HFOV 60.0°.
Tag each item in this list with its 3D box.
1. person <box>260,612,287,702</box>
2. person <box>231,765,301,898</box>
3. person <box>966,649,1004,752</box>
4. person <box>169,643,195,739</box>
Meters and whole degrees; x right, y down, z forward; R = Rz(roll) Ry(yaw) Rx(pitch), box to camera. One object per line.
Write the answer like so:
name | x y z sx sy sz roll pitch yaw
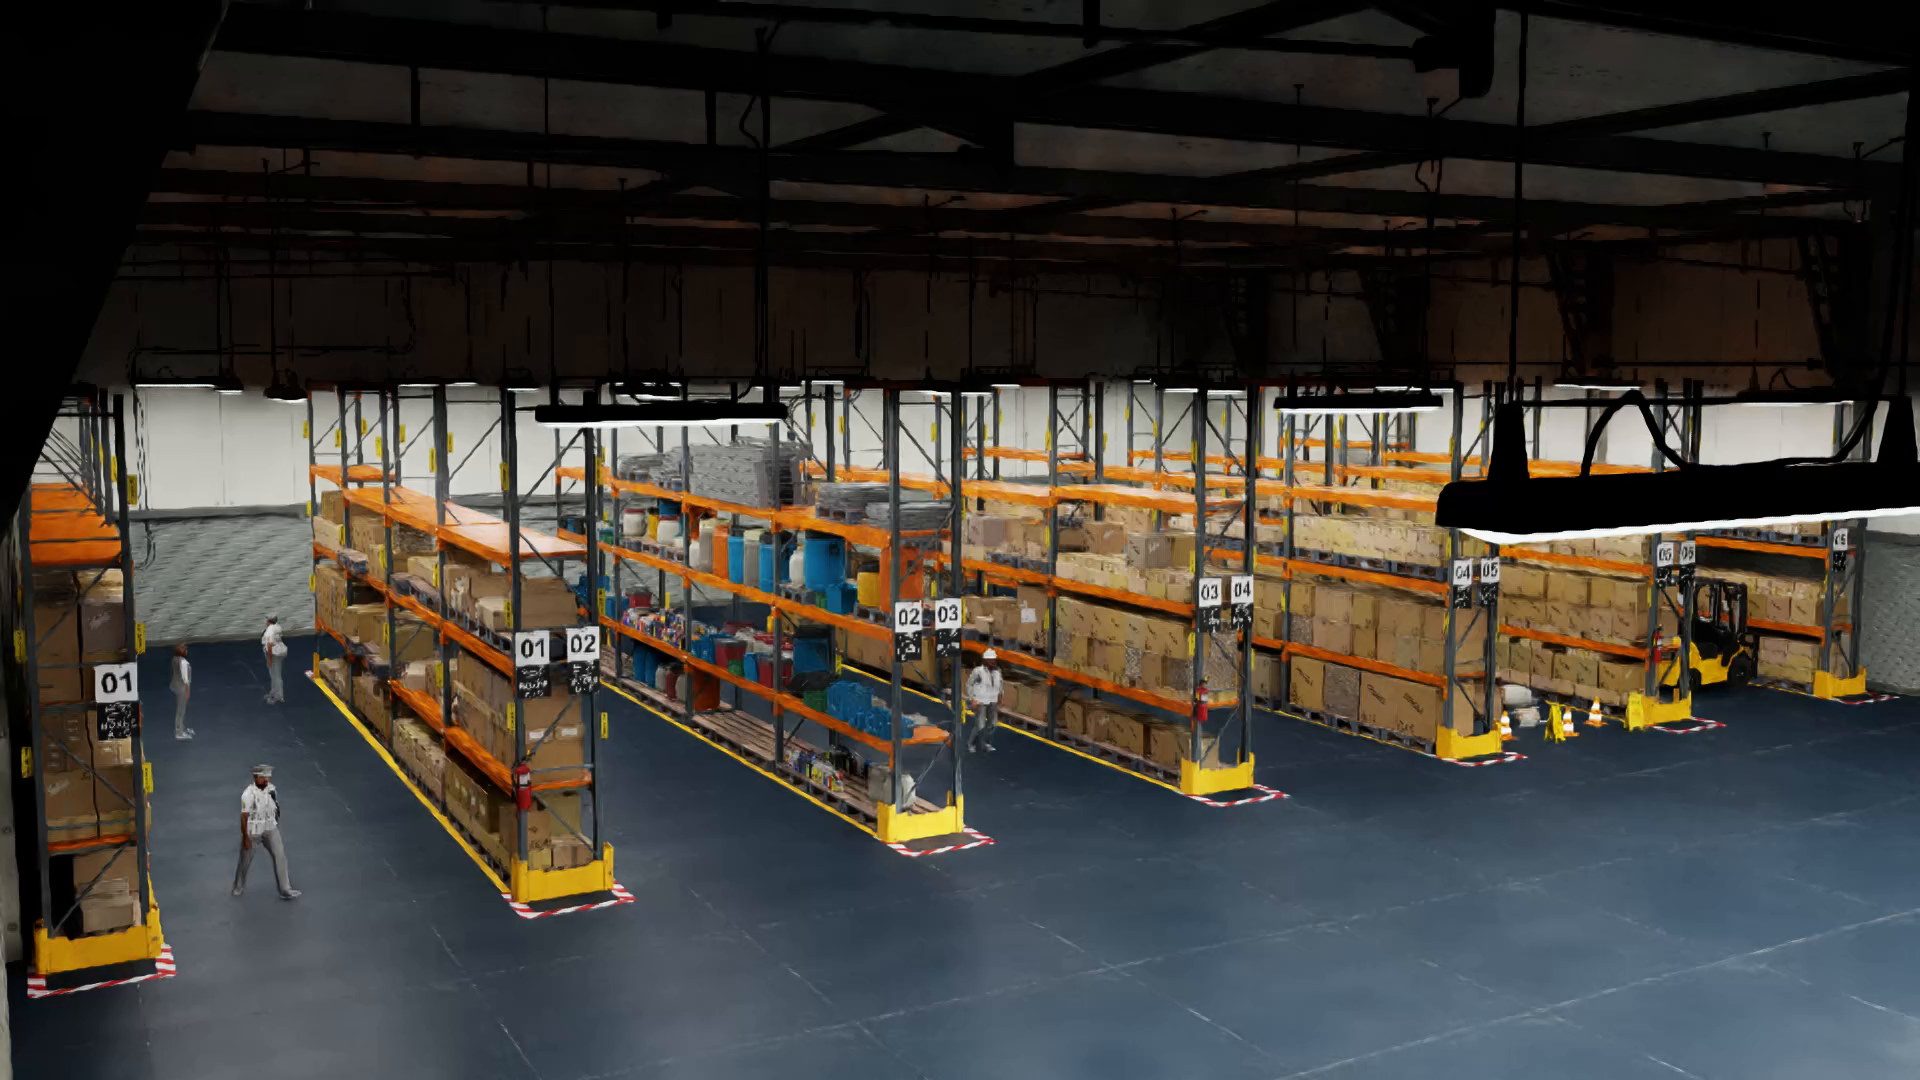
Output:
person | -12.901 2.183 31.199 0.477 1.665 0.523 0 6 0
person | -8.281 3.437 19.687 0.938 1.625 0.490 5 8 38
person | 0.418 2.606 27.054 0.677 1.726 0.574 -4 7 -31
person | -13.128 2.535 28.121 0.499 1.601 0.411 6 8 43
